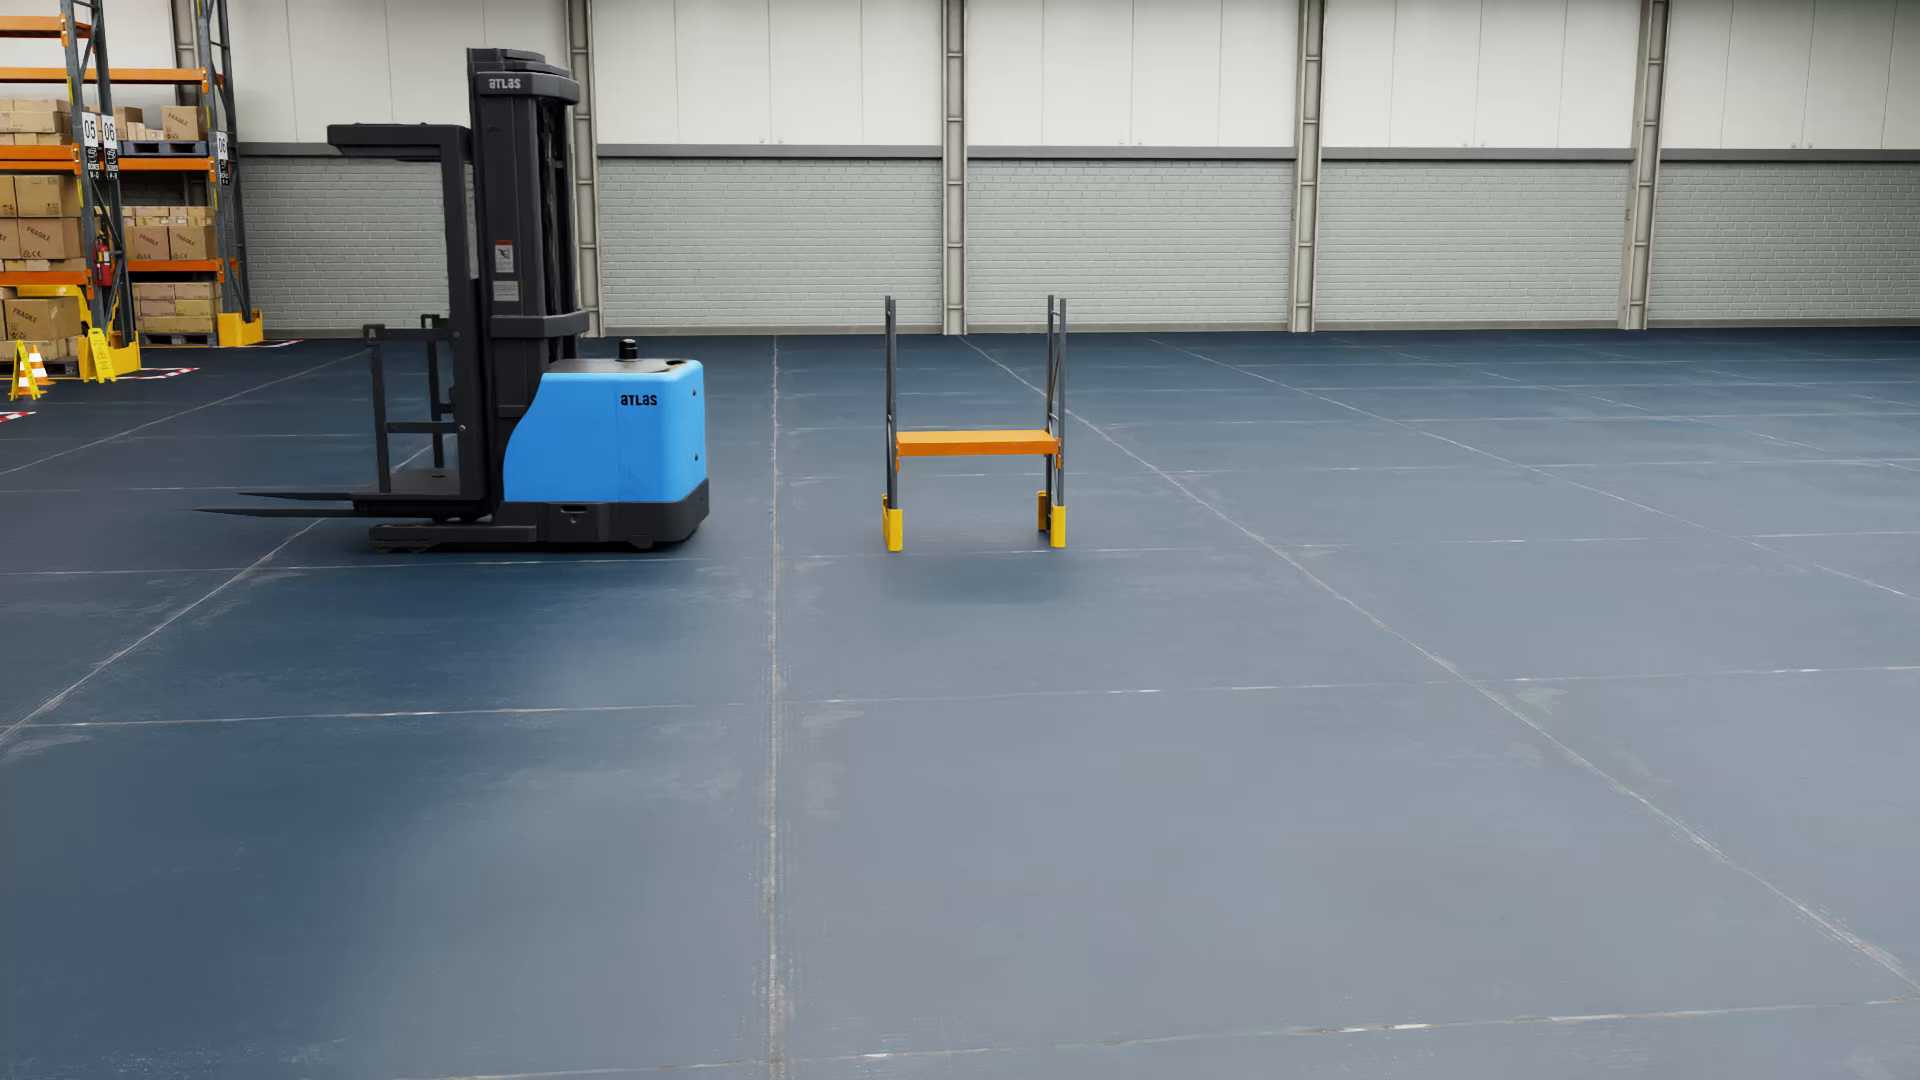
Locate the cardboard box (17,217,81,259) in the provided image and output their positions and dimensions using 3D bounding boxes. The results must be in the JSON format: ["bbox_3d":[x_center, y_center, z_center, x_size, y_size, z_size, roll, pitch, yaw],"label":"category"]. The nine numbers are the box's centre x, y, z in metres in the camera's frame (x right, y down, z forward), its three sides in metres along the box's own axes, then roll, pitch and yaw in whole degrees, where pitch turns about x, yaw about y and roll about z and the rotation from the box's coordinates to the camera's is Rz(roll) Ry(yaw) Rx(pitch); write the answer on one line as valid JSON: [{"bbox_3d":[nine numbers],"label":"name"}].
[{"bbox_3d":[-11.205,-3.716,20.461,0.500,0.500,0.500,-1,11,-7],"label":"cardboard box"}]

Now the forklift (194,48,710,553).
[{"bbox_3d":[-3.161,-1.463,10.214,3.031,2.935,1.130,0,11,1],"label":"forklift"}]

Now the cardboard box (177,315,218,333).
[{"bbox_3d":[-11.668,-3.323,25.534,0.500,0.250,0.500,-1,11,-6],"label":"cardboard box"}]

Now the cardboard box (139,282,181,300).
[{"bbox_3d":[-12.166,-3.803,25.383,0.500,0.250,0.500,-1,11,-5],"label":"cardboard box"}]

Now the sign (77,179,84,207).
[{"bbox_3d":[-10.655,-4.201,20.140,0.005,0.325,0.100,-1,11,-6],"label":"sign"}]

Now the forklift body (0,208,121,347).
[{"bbox_3d":[-12.923,-3.731,23.769,1.214,2.155,2.313,-1,11,-6],"label":"forklift body"}]

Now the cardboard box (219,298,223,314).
[{"bbox_3d":[-11.725,-3.669,25.997,0.500,0.250,0.500,-1,11,-5],"label":"cardboard box"}]

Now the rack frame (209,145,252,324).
[{"bbox_3d":[-11.235,-4.537,25.668,0.127,3.000,1.000,-1,11,-6],"label":"rack frame"}]

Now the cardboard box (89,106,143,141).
[{"bbox_3d":[-12.677,-6.254,25.023,0.500,0.500,0.700,-1,11,-6],"label":"cardboard box"}]

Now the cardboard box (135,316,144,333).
[{"bbox_3d":[-12.661,-3.306,25.447,0.500,0.250,0.500,-1,11,-5],"label":"cardboard box"}]

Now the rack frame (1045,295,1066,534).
[{"bbox_3d":[0.590,-0.748,10.286,0.032,1.500,0.500,-1,11,-6],"label":"rack frame"}]

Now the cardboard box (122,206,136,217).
[{"bbox_3d":[-12.570,-4.963,25.123,0.250,0.149,0.380,-1,11,-5],"label":"cardboard box"}]

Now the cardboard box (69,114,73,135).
[{"bbox_3d":[-11.224,-5.169,20.729,0.500,0.250,0.500,-1,11,-7],"label":"cardboard box"}]

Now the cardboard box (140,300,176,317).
[{"bbox_3d":[-12.185,-3.560,25.445,0.500,0.250,0.500,-1,11,-7],"label":"cardboard box"}]

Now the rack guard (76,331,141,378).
[{"bbox_3d":[-10.770,-2.357,21.059,0.348,0.500,1.175,-1,11,-6],"label":"rack guard"}]

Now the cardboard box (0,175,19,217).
[{"bbox_3d":[-11.683,-4.209,20.378,0.500,0.500,0.700,-1,11,-6],"label":"cardboard box"}]

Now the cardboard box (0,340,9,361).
[{"bbox_3d":[-11.985,-2.364,20.655,0.500,0.250,0.500,-1,11,-6],"label":"cardboard box"}]

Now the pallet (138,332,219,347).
[{"bbox_3d":[-11.990,-3.144,25.815,1.213,0.211,1.003,-1,11,-6],"label":"pallet"}]

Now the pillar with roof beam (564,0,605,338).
[{"bbox_3d":[-5.594,-6.938,22.331,0.400,9.000,9.100,-1,11,-6],"label":"pillar with roof beam"}]

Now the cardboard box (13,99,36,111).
[{"bbox_3d":[-11.260,-5.263,20.170,0.250,0.149,0.380,-1,11,-5],"label":"cardboard box"}]

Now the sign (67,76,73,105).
[{"bbox_3d":[-10.655,-5.384,19.908,0.005,0.325,0.100,-1,11,-6],"label":"sign"}]

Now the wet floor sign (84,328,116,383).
[{"bbox_3d":[-10.390,-2.228,20.029,0.232,0.644,0.267,3,11,14],"label":"wet floor sign"}]

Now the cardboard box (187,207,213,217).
[{"bbox_3d":[-11.568,-5.002,25.323,0.250,0.149,0.380,-1,11,-6],"label":"cardboard box"}]

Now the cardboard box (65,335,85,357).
[{"bbox_3d":[-11.527,-2.478,21.235,0.500,0.250,0.500,-1,11,-7],"label":"cardboard box"}]

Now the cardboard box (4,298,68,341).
[{"bbox_3d":[-11.463,-2.743,20.639,0.500,0.500,0.500,-1,11,-6],"label":"cardboard box"}]

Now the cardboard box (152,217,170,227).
[{"bbox_3d":[-12.065,-4.838,25.261,0.250,0.149,0.380,-1,11,-5],"label":"cardboard box"}]

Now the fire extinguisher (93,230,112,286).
[{"bbox_3d":[-10.531,-3.461,20.396,0.183,0.674,0.296,-1,11,-6],"label":"fire extinguisher"}]

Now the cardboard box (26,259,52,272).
[{"bbox_3d":[-11.283,-3.386,20.467,0.250,0.149,0.380,-1,11,-7],"label":"cardboard box"}]

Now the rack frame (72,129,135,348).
[{"bbox_3d":[-10.695,-3.585,20.826,0.127,3.000,1.000,-1,11,-6],"label":"rack frame"}]

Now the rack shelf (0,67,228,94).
[{"bbox_3d":[-13.223,-6.889,24.985,4.000,0.370,1.077,-1,11,-6],"label":"rack shelf"}]

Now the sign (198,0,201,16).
[{"bbox_3d":[-11.190,-7.873,24.460,0.005,0.325,0.100,-1,11,-6],"label":"sign"}]

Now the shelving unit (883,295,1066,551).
[{"bbox_3d":[0.076,-0.738,10.231,1.083,1.500,0.587,-1,11,-6],"label":"shelving unit"}]

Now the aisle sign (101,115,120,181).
[{"bbox_3d":[-10.667,-4.921,20.884,0.004,0.787,0.394,-1,11,-6],"label":"aisle sign"}]

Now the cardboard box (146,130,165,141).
[{"bbox_3d":[-12.026,-6.065,24.968,0.250,0.149,0.380,-2,11,-8],"label":"cardboard box"}]

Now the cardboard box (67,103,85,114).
[{"bbox_3d":[-11.070,-5.356,20.645,0.250,0.149,0.380,-1,11,-6],"label":"cardboard box"}]

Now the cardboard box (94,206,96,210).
[{"bbox_3d":[-13.092,-4.969,25.155,0.250,0.149,0.380,-1,11,-5],"label":"cardboard box"}]

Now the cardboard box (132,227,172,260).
[{"bbox_3d":[-12.212,-4.516,25.304,0.500,0.500,0.500,-1,11,-4],"label":"cardboard box"}]

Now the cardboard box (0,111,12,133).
[{"bbox_3d":[-11.676,-5.059,20.166,0.500,0.250,0.500,-1,11,-7],"label":"cardboard box"}]

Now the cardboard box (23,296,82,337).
[{"bbox_3d":[-11.550,-2.845,21.160,0.500,0.500,0.500,-2,11,-8],"label":"cardboard box"}]

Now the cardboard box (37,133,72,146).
[{"bbox_3d":[-11.019,-4.872,20.250,0.250,0.149,0.380,-1,11,-6],"label":"cardboard box"}]

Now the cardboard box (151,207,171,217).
[{"bbox_3d":[-12.067,-4.980,25.213,0.250,0.149,0.380,-1,11,-5],"label":"cardboard box"}]

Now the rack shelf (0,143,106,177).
[{"bbox_3d":[-12.683,-4.662,20.394,4.000,0.370,1.077,-1,11,-6],"label":"rack shelf"}]

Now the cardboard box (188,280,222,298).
[{"bbox_3d":[-11.733,-3.910,25.930,0.500,0.250,0.500,-1,11,-7],"label":"cardboard box"}]

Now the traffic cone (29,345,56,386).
[{"bbox_3d":[-10.983,-2.084,19.767,0.334,0.463,0.336,-1,11,-6],"label":"traffic cone"}]

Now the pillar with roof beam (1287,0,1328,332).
[{"bbox_3d":[6.335,-7.188,23.602,0.400,9.000,9.100,-1,11,-6],"label":"pillar with roof beam"}]

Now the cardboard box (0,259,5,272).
[{"bbox_3d":[-11.793,-3.374,20.404,0.250,0.149,0.380,-1,11,-5],"label":"cardboard box"}]

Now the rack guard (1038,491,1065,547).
[{"bbox_3d":[0.571,-0.135,10.405,0.087,0.250,0.587,-1,11,-6],"label":"rack guard"}]

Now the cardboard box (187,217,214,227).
[{"bbox_3d":[-11.549,-4.843,25.285,0.250,0.149,0.380,-1,11,-5],"label":"cardboard box"}]

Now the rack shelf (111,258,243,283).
[{"bbox_3d":[-13.223,-4.142,25.525,4.000,0.370,1.077,-1,11,-6],"label":"rack shelf"}]

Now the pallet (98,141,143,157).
[{"bbox_3d":[-13.156,-5.929,25.205,1.213,0.211,1.003,-1,11,-6],"label":"pallet"}]

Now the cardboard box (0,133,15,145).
[{"bbox_3d":[-11.531,-4.862,20.197,0.250,0.149,0.380,-1,11,-4],"label":"cardboard box"}]

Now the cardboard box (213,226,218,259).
[{"bbox_3d":[-11.757,-4.629,25.876,0.500,0.500,0.500,-1,11,-4],"label":"cardboard box"}]

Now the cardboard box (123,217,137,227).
[{"bbox_3d":[-12.573,-4.821,25.172,0.250,0.149,0.380,-2,11,-8],"label":"cardboard box"}]
